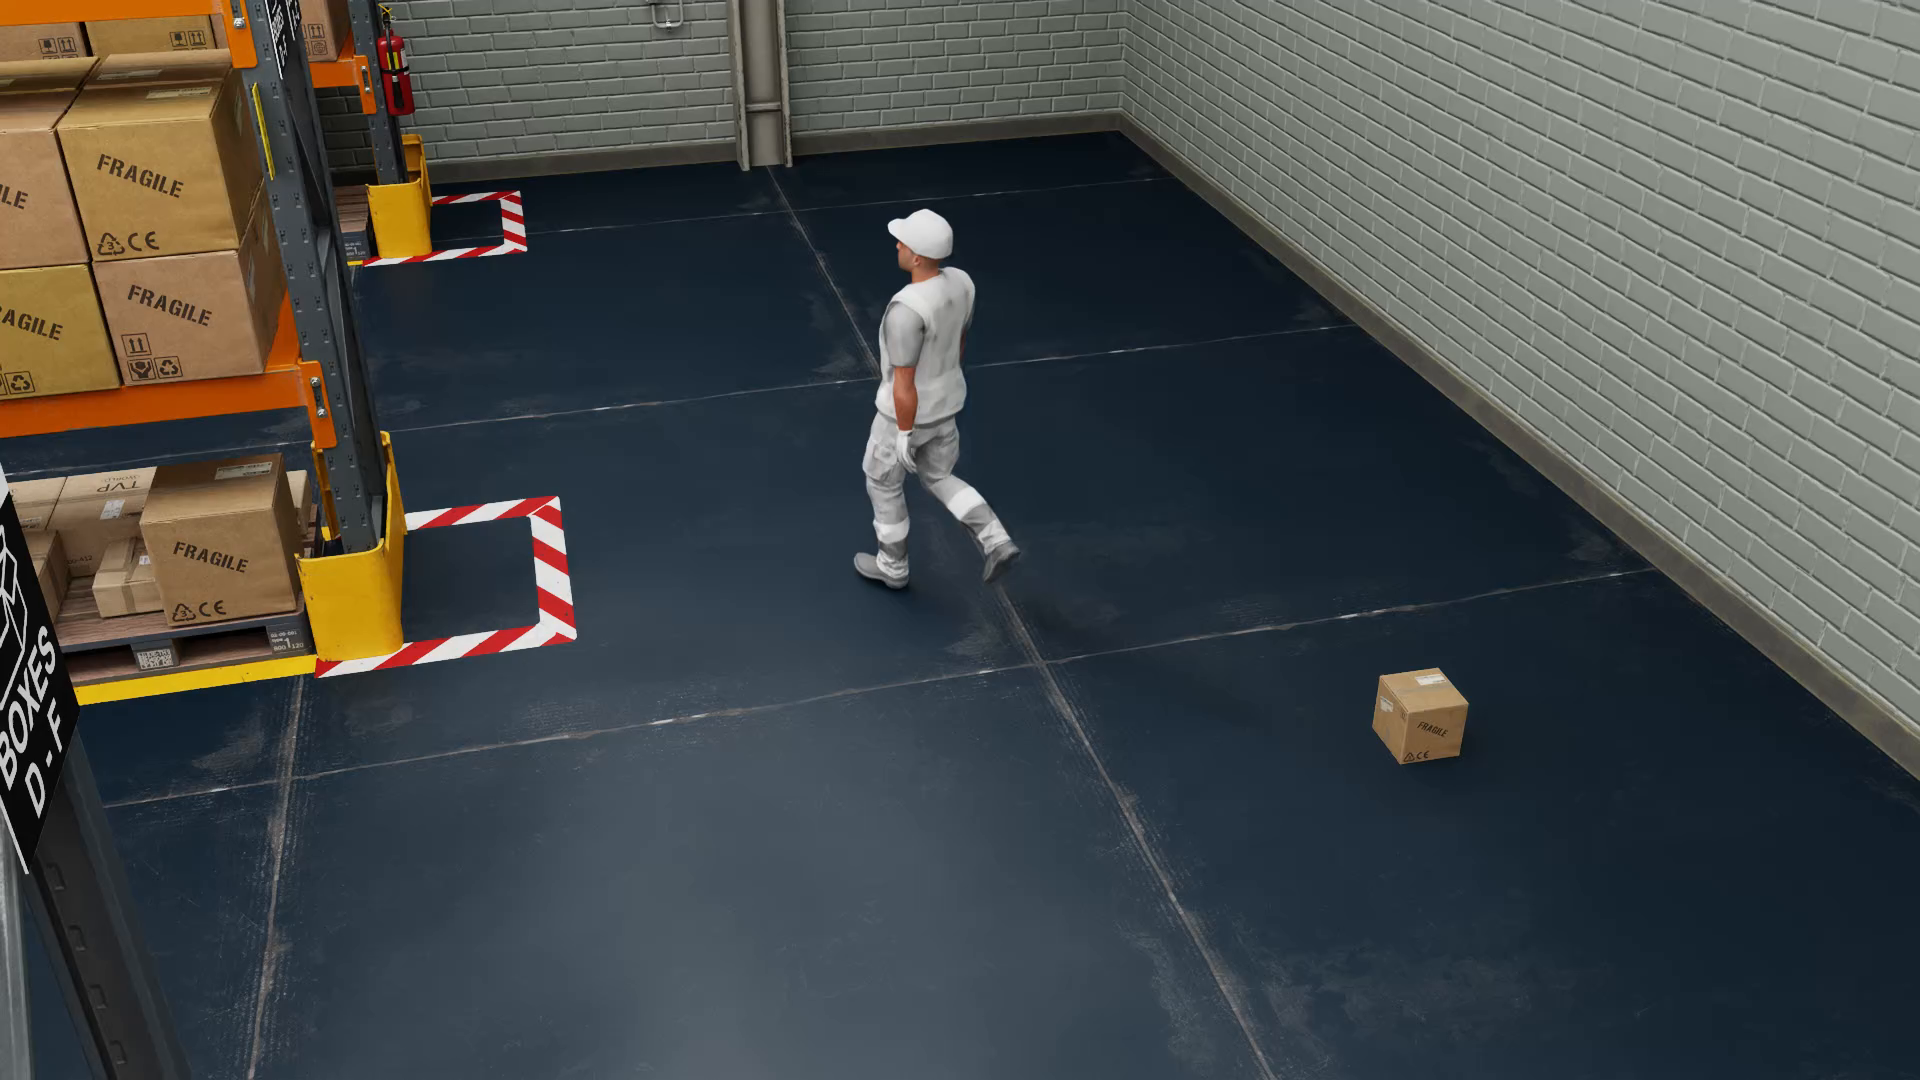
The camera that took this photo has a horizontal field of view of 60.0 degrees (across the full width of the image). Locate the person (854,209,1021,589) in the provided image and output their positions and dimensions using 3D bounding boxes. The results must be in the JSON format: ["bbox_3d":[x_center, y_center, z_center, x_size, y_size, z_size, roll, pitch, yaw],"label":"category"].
[{"bbox_3d":[-0.121,-0.544,7.017,0.810,1.765,0.535,23,37,34],"label":"person"}]
